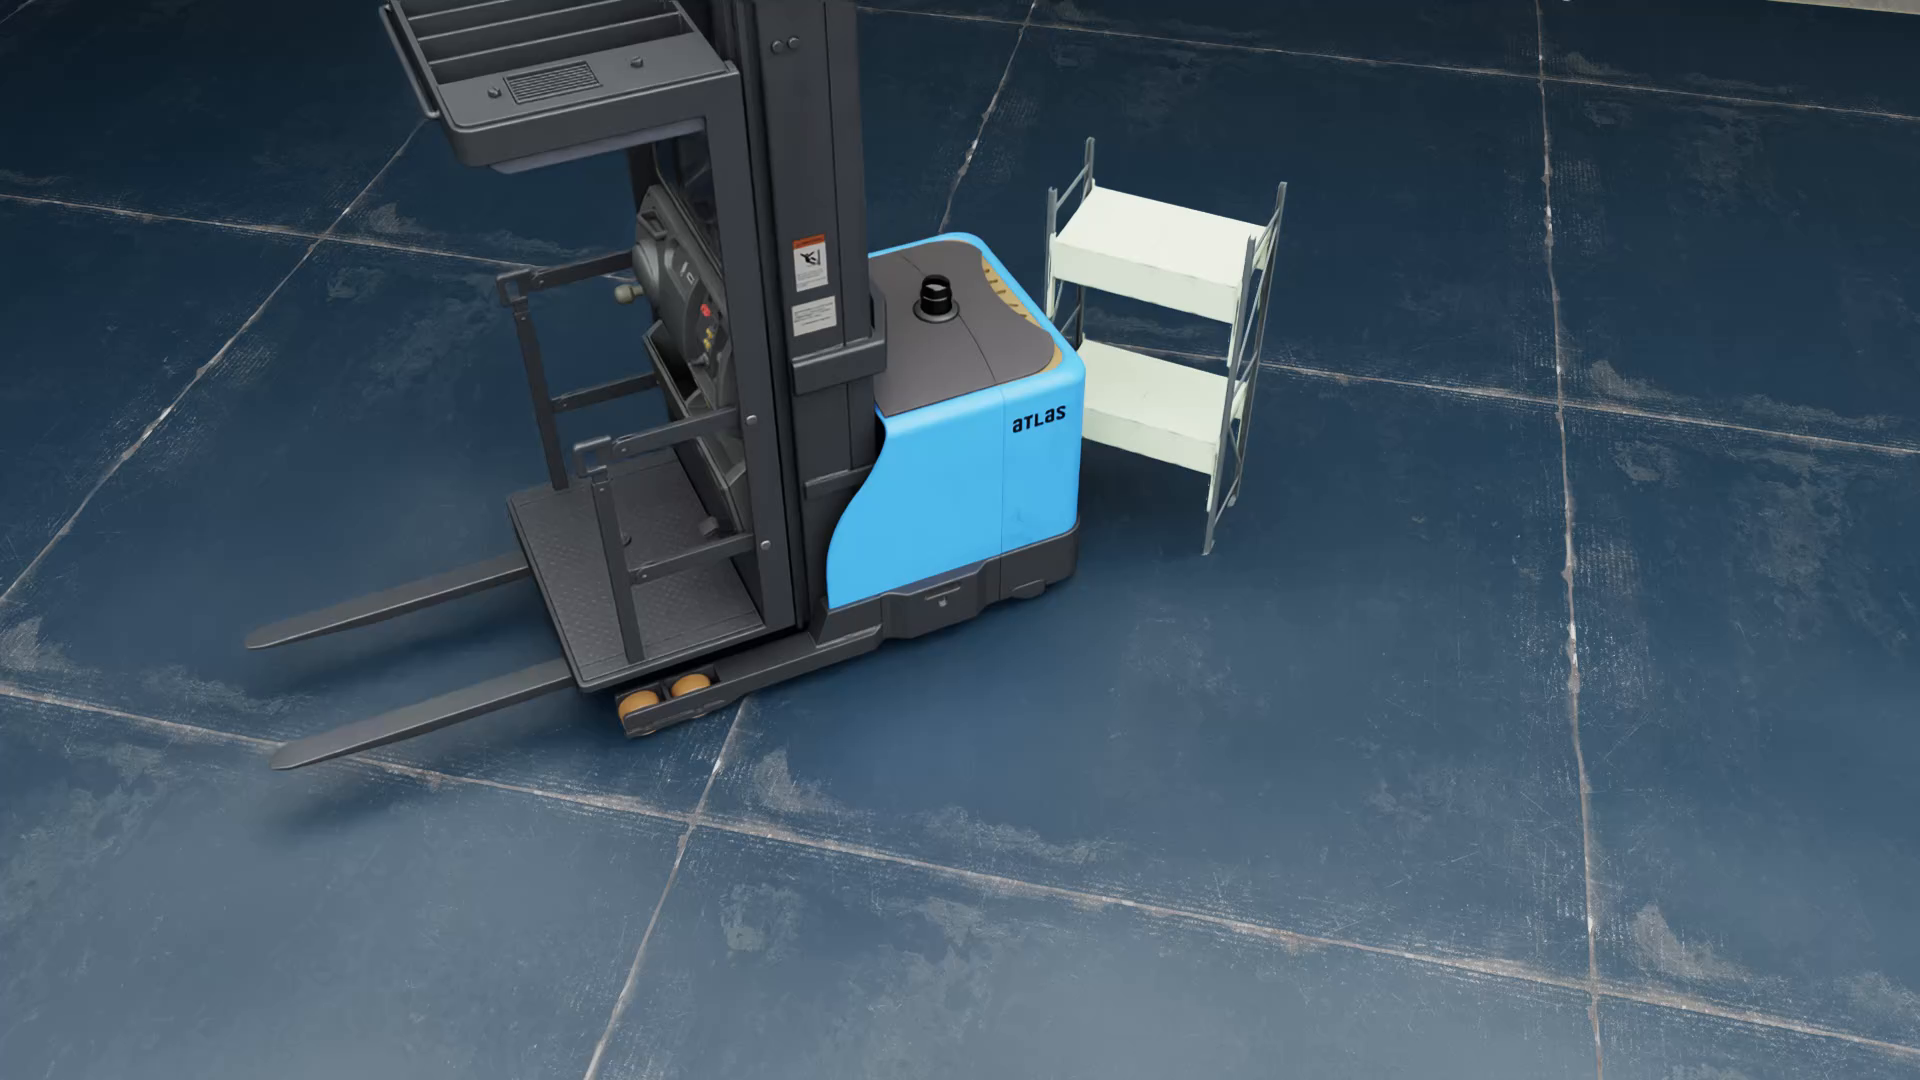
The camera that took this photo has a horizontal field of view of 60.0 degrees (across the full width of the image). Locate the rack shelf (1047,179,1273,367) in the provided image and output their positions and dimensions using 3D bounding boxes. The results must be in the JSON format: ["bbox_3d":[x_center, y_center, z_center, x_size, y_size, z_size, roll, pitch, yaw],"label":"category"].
[{"bbox_3d":[0.737,-0.992,6.137,0.720,0.370,0.431,18,47,17],"label":"rack shelf"}]

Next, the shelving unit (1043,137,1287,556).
[{"bbox_3d":[0.737,-0.711,6.407,0.755,1.500,0.431,18,47,17],"label":"shelving unit"}]

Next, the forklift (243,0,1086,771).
[{"bbox_3d":[-1.099,-0.769,5.435,3.031,2.935,1.130,-18,47,-18],"label":"forklift"}]

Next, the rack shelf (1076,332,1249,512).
[{"bbox_3d":[0.737,-0.476,6.633,0.720,0.370,0.431,18,47,17],"label":"rack shelf"}]

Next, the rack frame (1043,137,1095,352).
[{"bbox_3d":[0.404,-0.817,6.517,0.023,1.500,0.400,18,47,17],"label":"rack frame"}]

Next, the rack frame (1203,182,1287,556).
[{"bbox_3d":[1.070,-0.606,6.298,0.023,1.500,0.400,18,47,17],"label":"rack frame"}]
